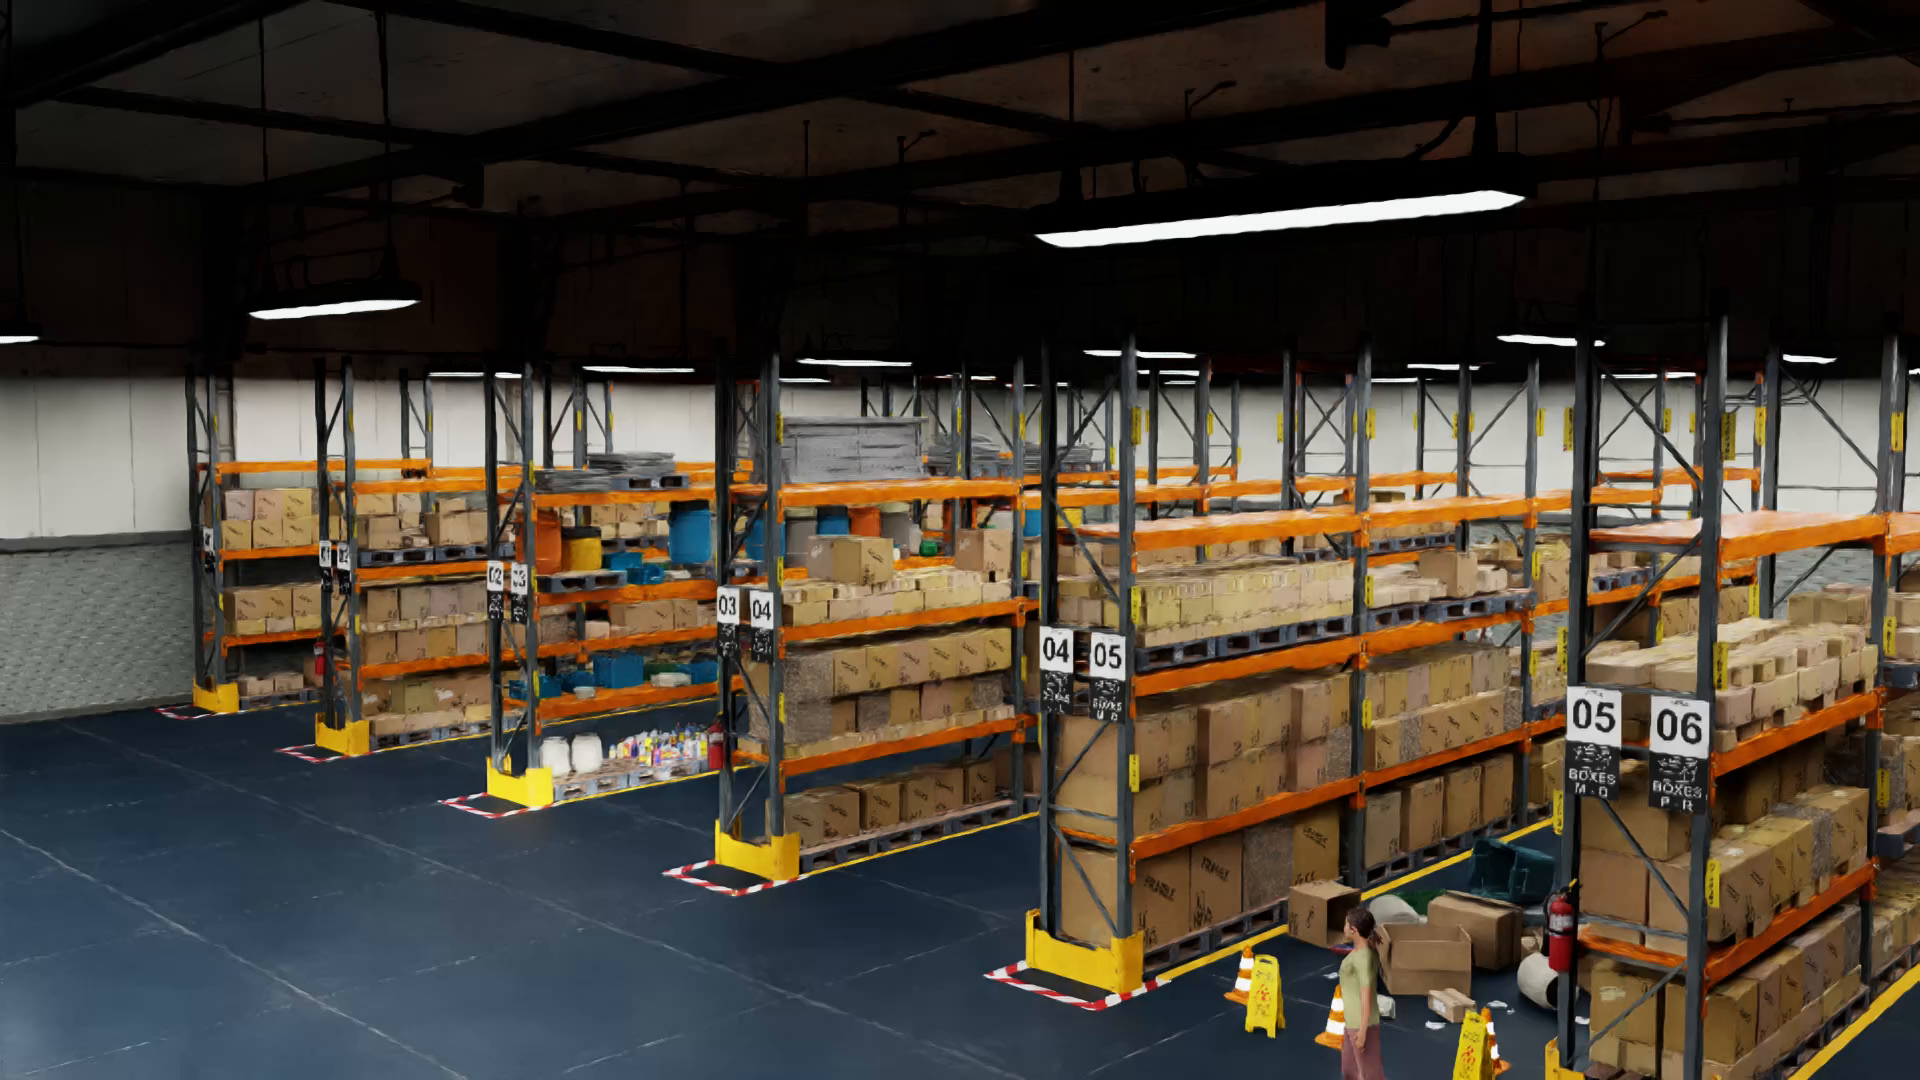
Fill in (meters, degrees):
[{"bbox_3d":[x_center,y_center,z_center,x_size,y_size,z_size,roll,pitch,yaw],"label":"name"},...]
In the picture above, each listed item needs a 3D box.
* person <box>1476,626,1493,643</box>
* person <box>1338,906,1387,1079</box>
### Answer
[{"bbox_3d":[10.145,1.888,32.026,0.595,1.654,0.505,1,4,11],"label":"person"},{"bbox_3d":[2.913,3.440,11.785,0.543,1.664,0.565,1,5,15],"label":"person"}]
